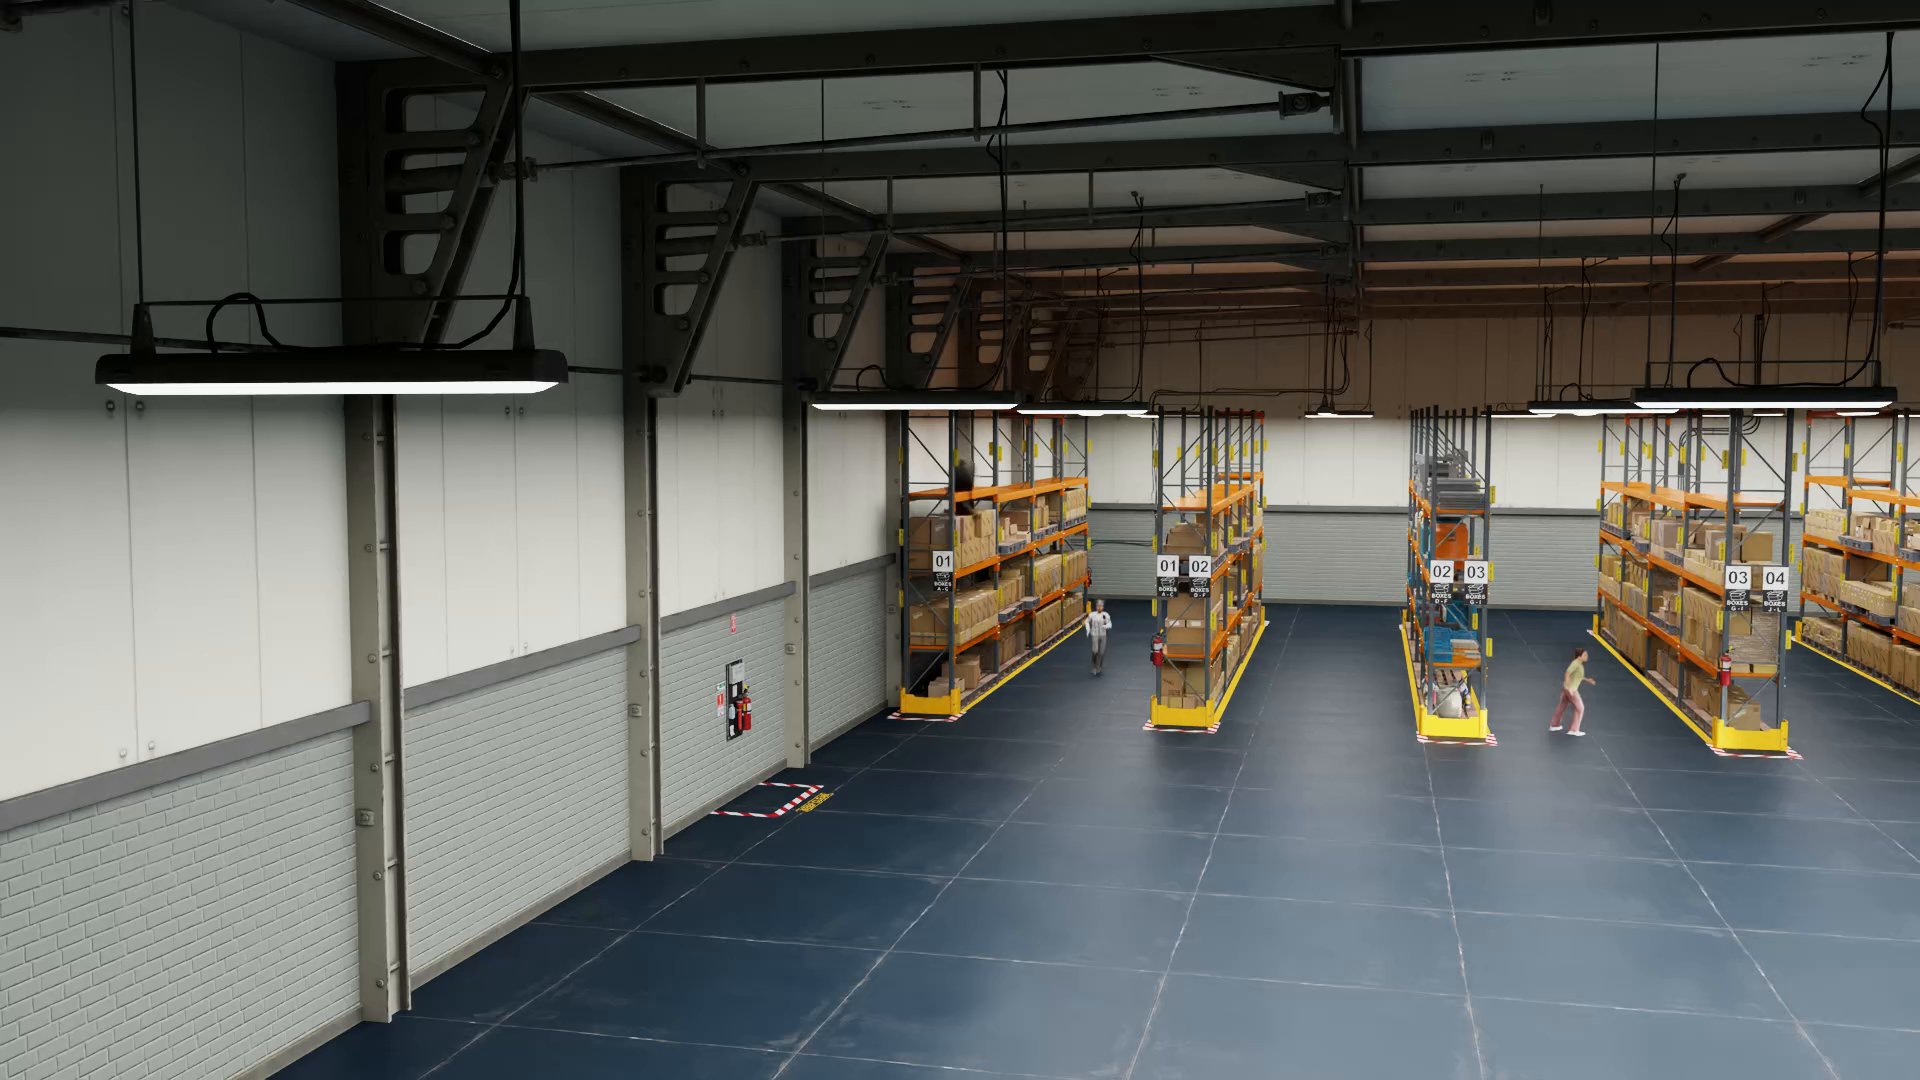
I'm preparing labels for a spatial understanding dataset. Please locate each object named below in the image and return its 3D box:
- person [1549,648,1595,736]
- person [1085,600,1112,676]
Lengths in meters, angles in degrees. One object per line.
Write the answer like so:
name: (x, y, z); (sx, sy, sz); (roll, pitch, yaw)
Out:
person: (11.202, 2.748, 30.406); (0.773, 1.612, 0.647); (1, 4, 18)
person: (3.127, 2.195, 37.444); (0.570, 1.718, 0.694); (0, 4, -2)
